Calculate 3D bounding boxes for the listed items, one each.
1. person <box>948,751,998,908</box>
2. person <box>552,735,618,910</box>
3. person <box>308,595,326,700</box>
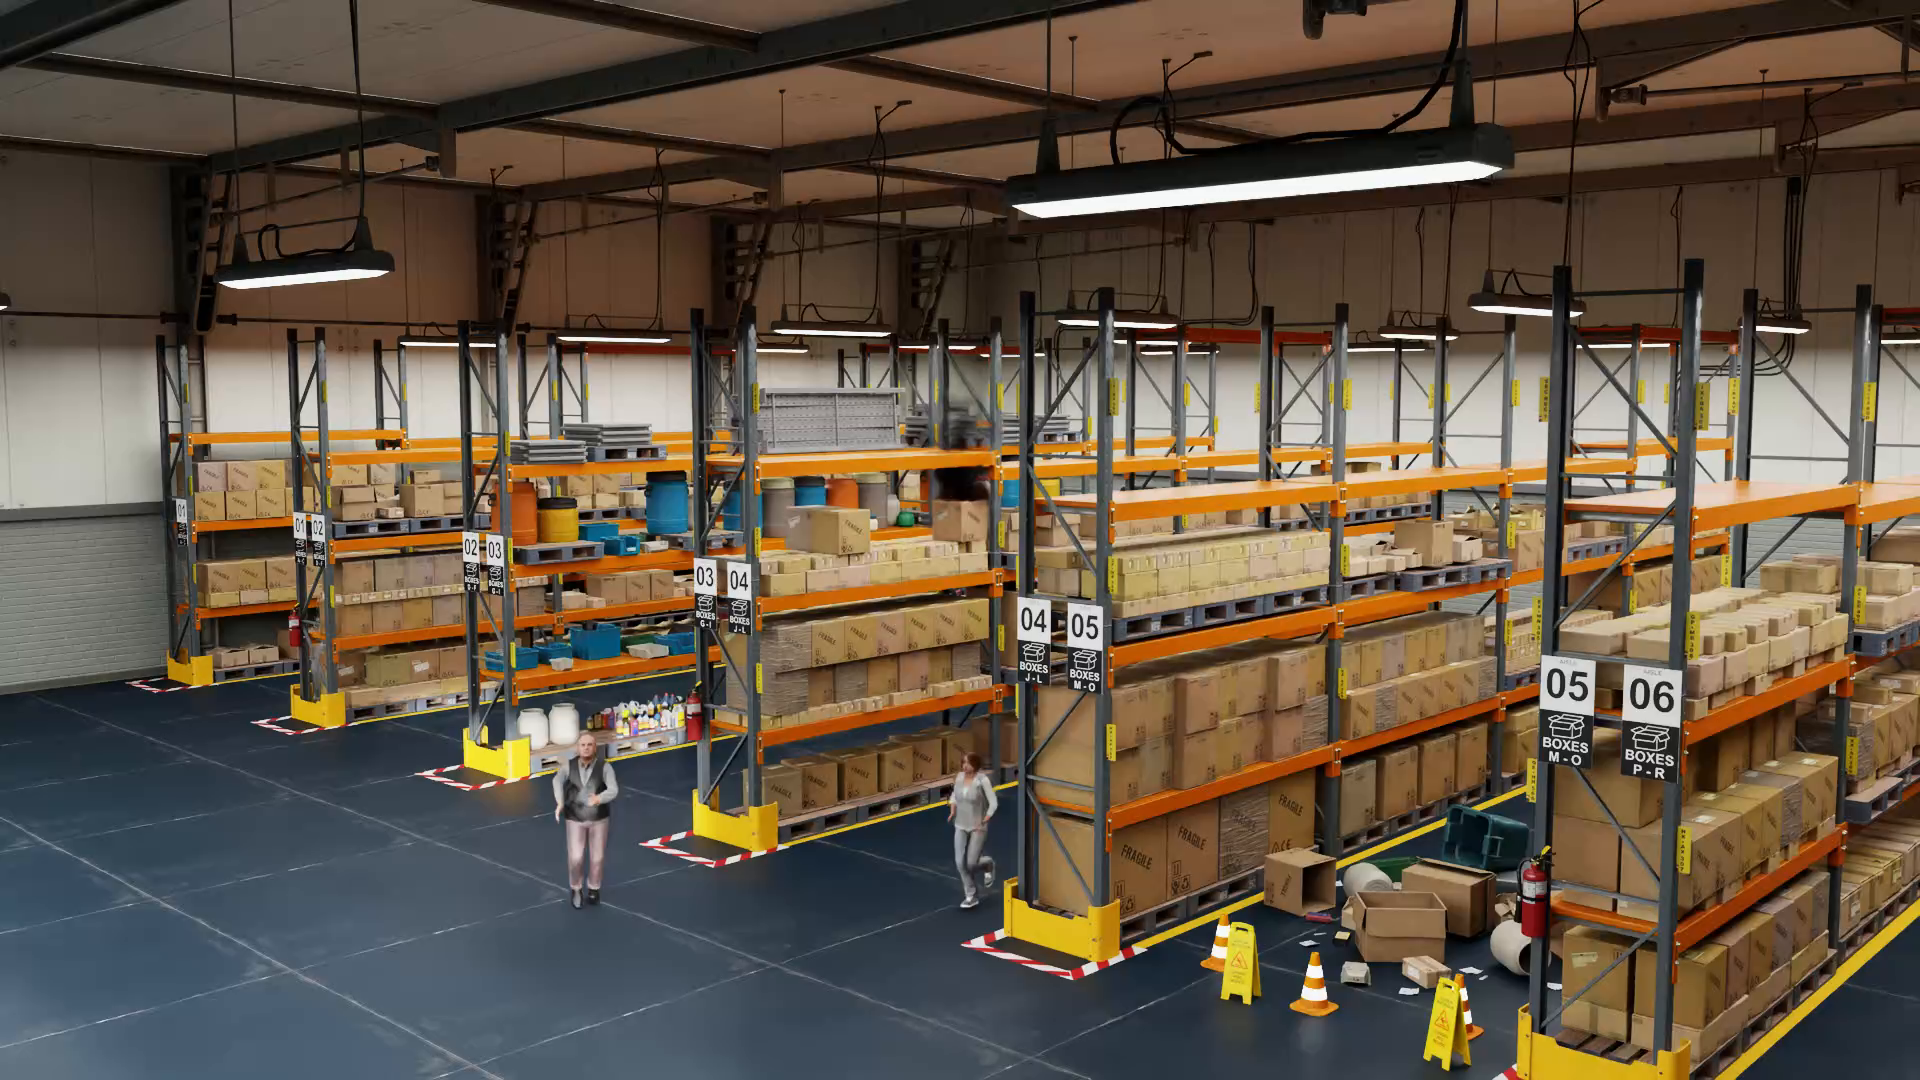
[{"bbox_3d":[0.124,2.842,16.489,0.532,1.546,0.559,3,6,29],"label":"person"},{"bbox_3d":[-3.680,2.777,16.366,0.634,1.721,0.693,-1,6,-13],"label":"person"},{"bbox_3d":[-10.373,1.775,27.328,0.546,1.766,0.756,4,7,36],"label":"person"}]
